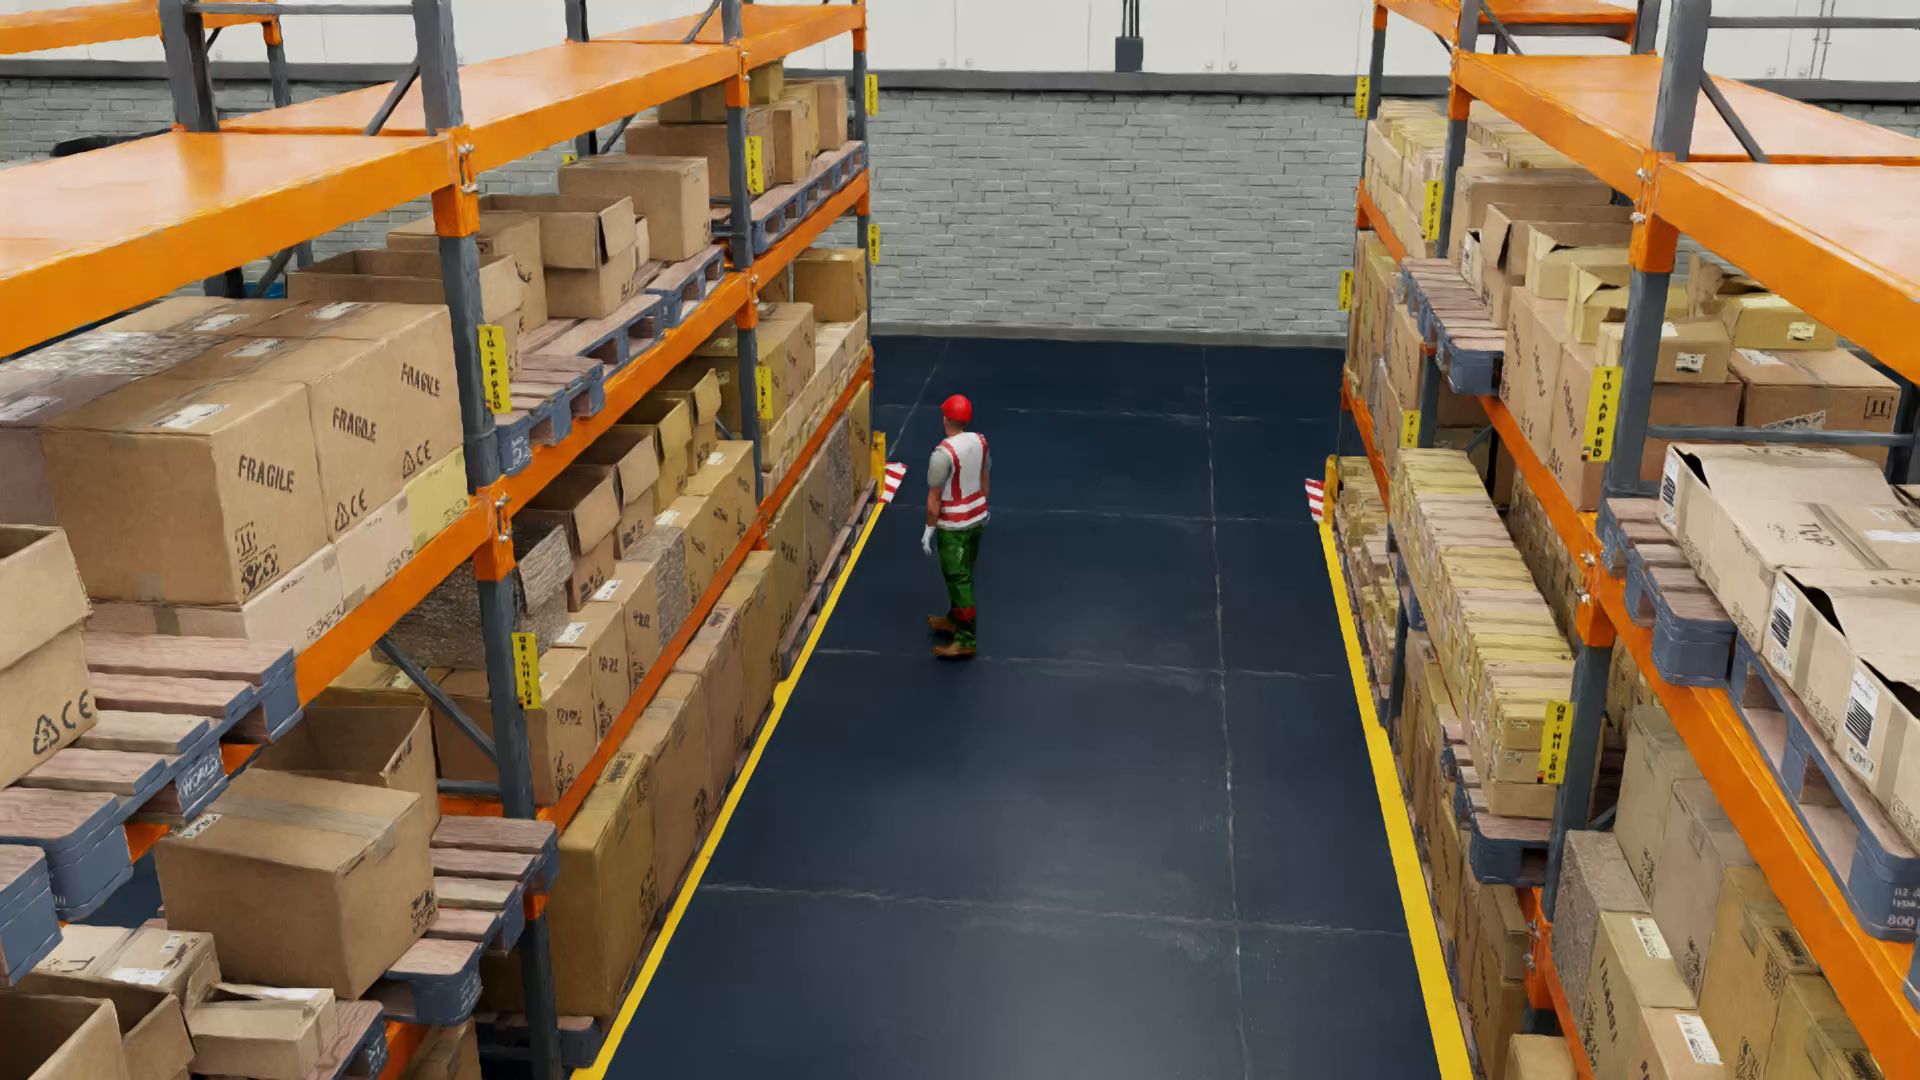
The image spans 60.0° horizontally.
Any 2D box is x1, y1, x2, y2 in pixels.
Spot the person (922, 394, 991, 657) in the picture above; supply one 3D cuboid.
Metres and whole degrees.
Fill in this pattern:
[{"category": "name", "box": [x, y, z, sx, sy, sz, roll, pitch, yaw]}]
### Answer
[{"category": "person", "box": [-0.050, -0.139, 11.339, 0.569, 1.786, 0.661, 15, 25, 33]}]
